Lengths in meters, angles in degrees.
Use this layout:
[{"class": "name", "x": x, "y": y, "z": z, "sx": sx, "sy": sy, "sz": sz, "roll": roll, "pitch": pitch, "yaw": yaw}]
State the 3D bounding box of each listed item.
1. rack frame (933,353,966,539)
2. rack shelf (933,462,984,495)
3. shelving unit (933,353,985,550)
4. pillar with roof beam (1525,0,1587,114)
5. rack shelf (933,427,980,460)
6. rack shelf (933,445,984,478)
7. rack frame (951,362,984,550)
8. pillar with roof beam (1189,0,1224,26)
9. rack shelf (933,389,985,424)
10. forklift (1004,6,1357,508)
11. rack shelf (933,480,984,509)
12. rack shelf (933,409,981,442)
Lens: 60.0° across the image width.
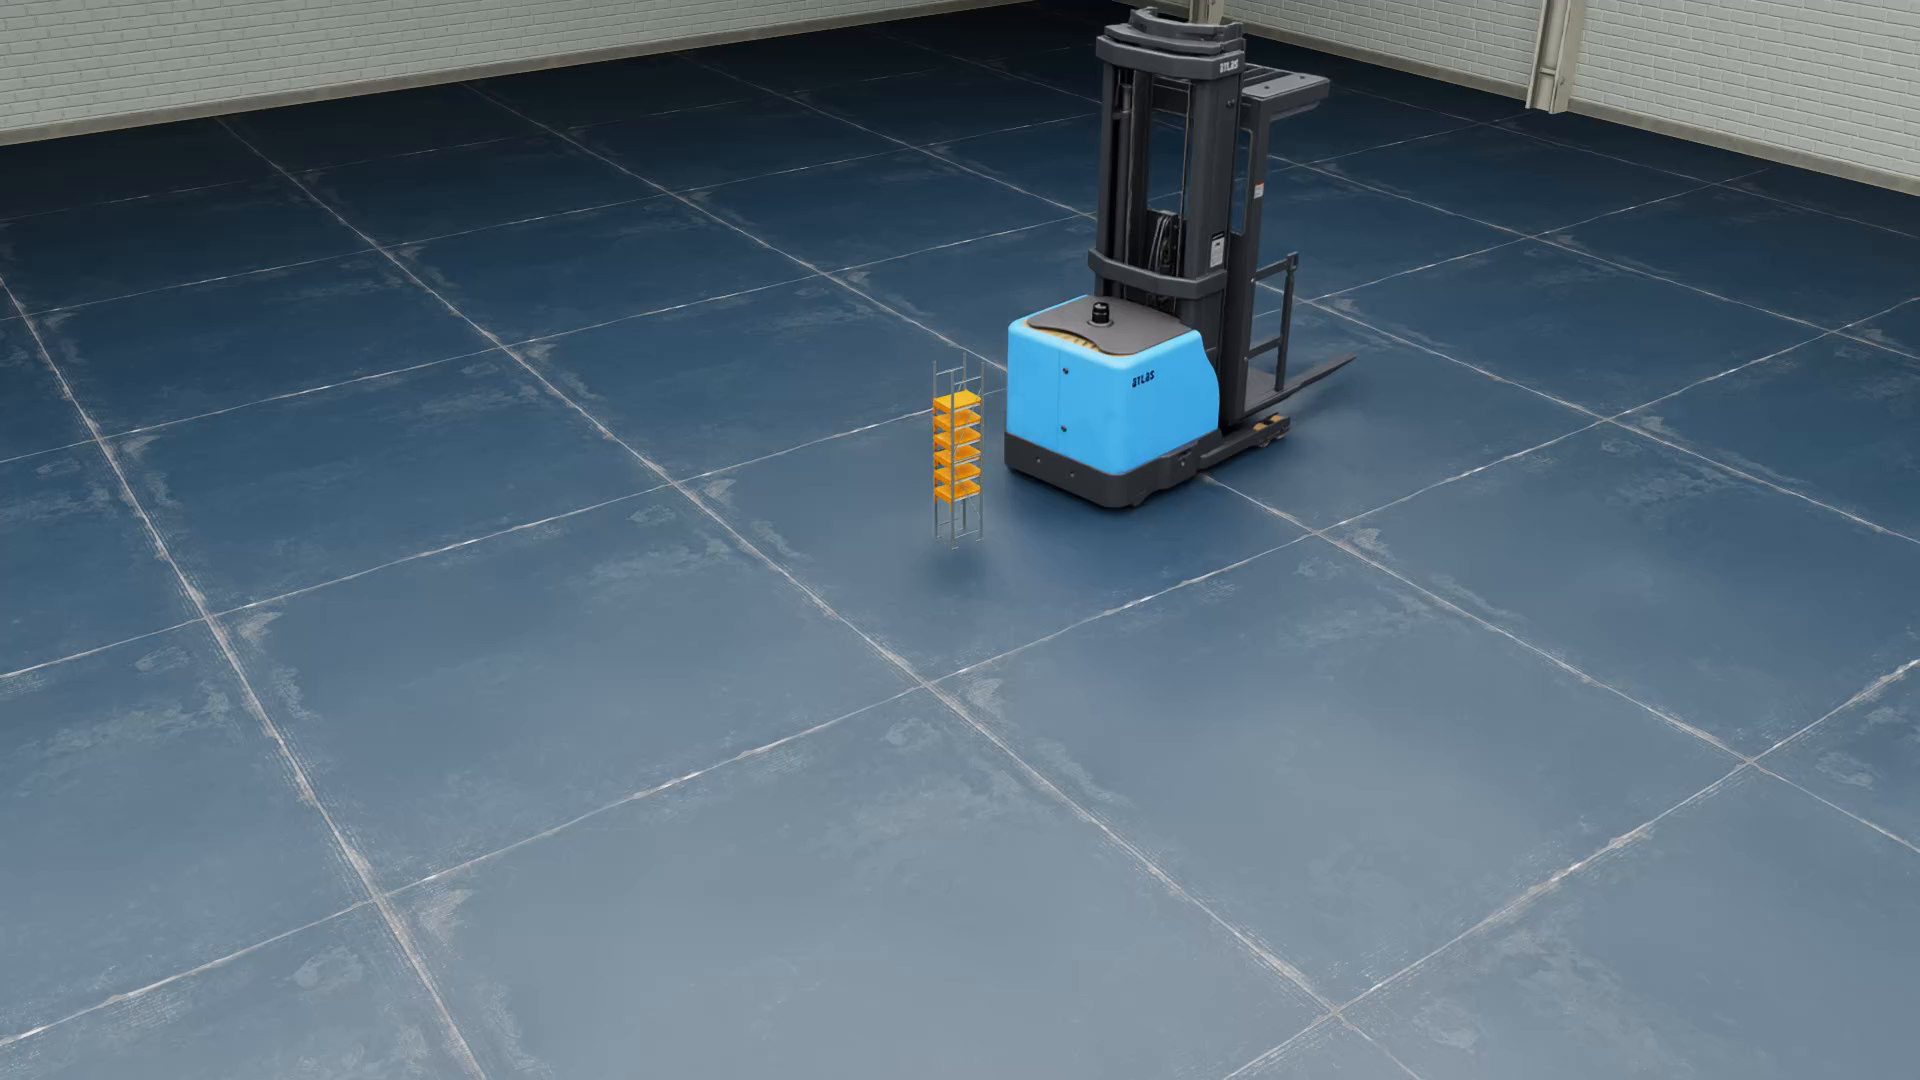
[{"class": "rack frame", "x": -0.061, "y": -0.568, "z": 10.266, "sx": 0.240, "sy": 1.200, "sz": 0.006, "roll": -19, "pitch": 34, "yaw": -31}, {"class": "rack shelf", "x": -0.008, "y": -0.388, "z": 10.279, "sx": 0.258, "sy": 0.103, "sz": 0.180, "roll": -19, "pitch": 34, "yaw": -31}, {"class": "shelving unit", "x": -0.008, "y": -0.533, "z": 10.201, "sx": 0.258, "sy": 1.200, "sz": 0.189, "roll": -19, "pitch": 34, "yaw": -31}, {"class": "pillar with roof beam", "x": 3.564, "y": -7.957, "z": 15.700, "sx": 9.100, "sy": 9.000, "sz": 0.400, "roll": -19, "pitch": 34, "yaw": -31}, {"class": "rack shelf", "x": -0.008, "y": -0.599, "z": 10.165, "sx": 0.258, "sy": 0.103, "sz": 0.180, "roll": -19, "pitch": 34, "yaw": -31}, {"class": "rack shelf", "x": -0.008, "y": -0.494, "z": 10.222, "sx": 0.258, "sy": 0.103, "sz": 0.180, "roll": -19, "pitch": 34, "yaw": -31}, {"class": "rack frame", "x": 0.045, "y": -0.497, "z": 10.135, "sx": 0.240, "sy": 1.200, "sz": 0.006, "roll": -19, "pitch": 34, "yaw": -31}, {"class": "pillar with roof beam", "x": 0.083, "y": -10.290, "z": 19.995, "sx": 9.100, "sy": 9.000, "sz": 0.400, "roll": -19, "pitch": 34, "yaw": -31}, {"class": "rack shelf", "x": -0.008, "y": -0.810, "z": 10.050, "sx": 0.258, "sy": 0.103, "sz": 0.180, "roll": -19, "pitch": 34, "yaw": -31}, {"class": "forklift", "x": 1.698, "y": -2.095, "z": 11.264, "sx": 3.031, "sy": 2.935, "sz": 1.130, "roll": -25, "pitch": 37, "yaw": -38}, {"class": "rack shelf", "x": -0.008, "y": -0.283, "z": 10.336, "sx": 0.258, "sy": 0.103, "sz": 0.180, "roll": -19, "pitch": 34, "yaw": -31}, {"class": "rack shelf", "x": -0.008, "y": -0.705, "z": 10.107, "sx": 0.258, "sy": 0.103, "sz": 0.180, "roll": -19, "pitch": 34, "yaw": -31}]
